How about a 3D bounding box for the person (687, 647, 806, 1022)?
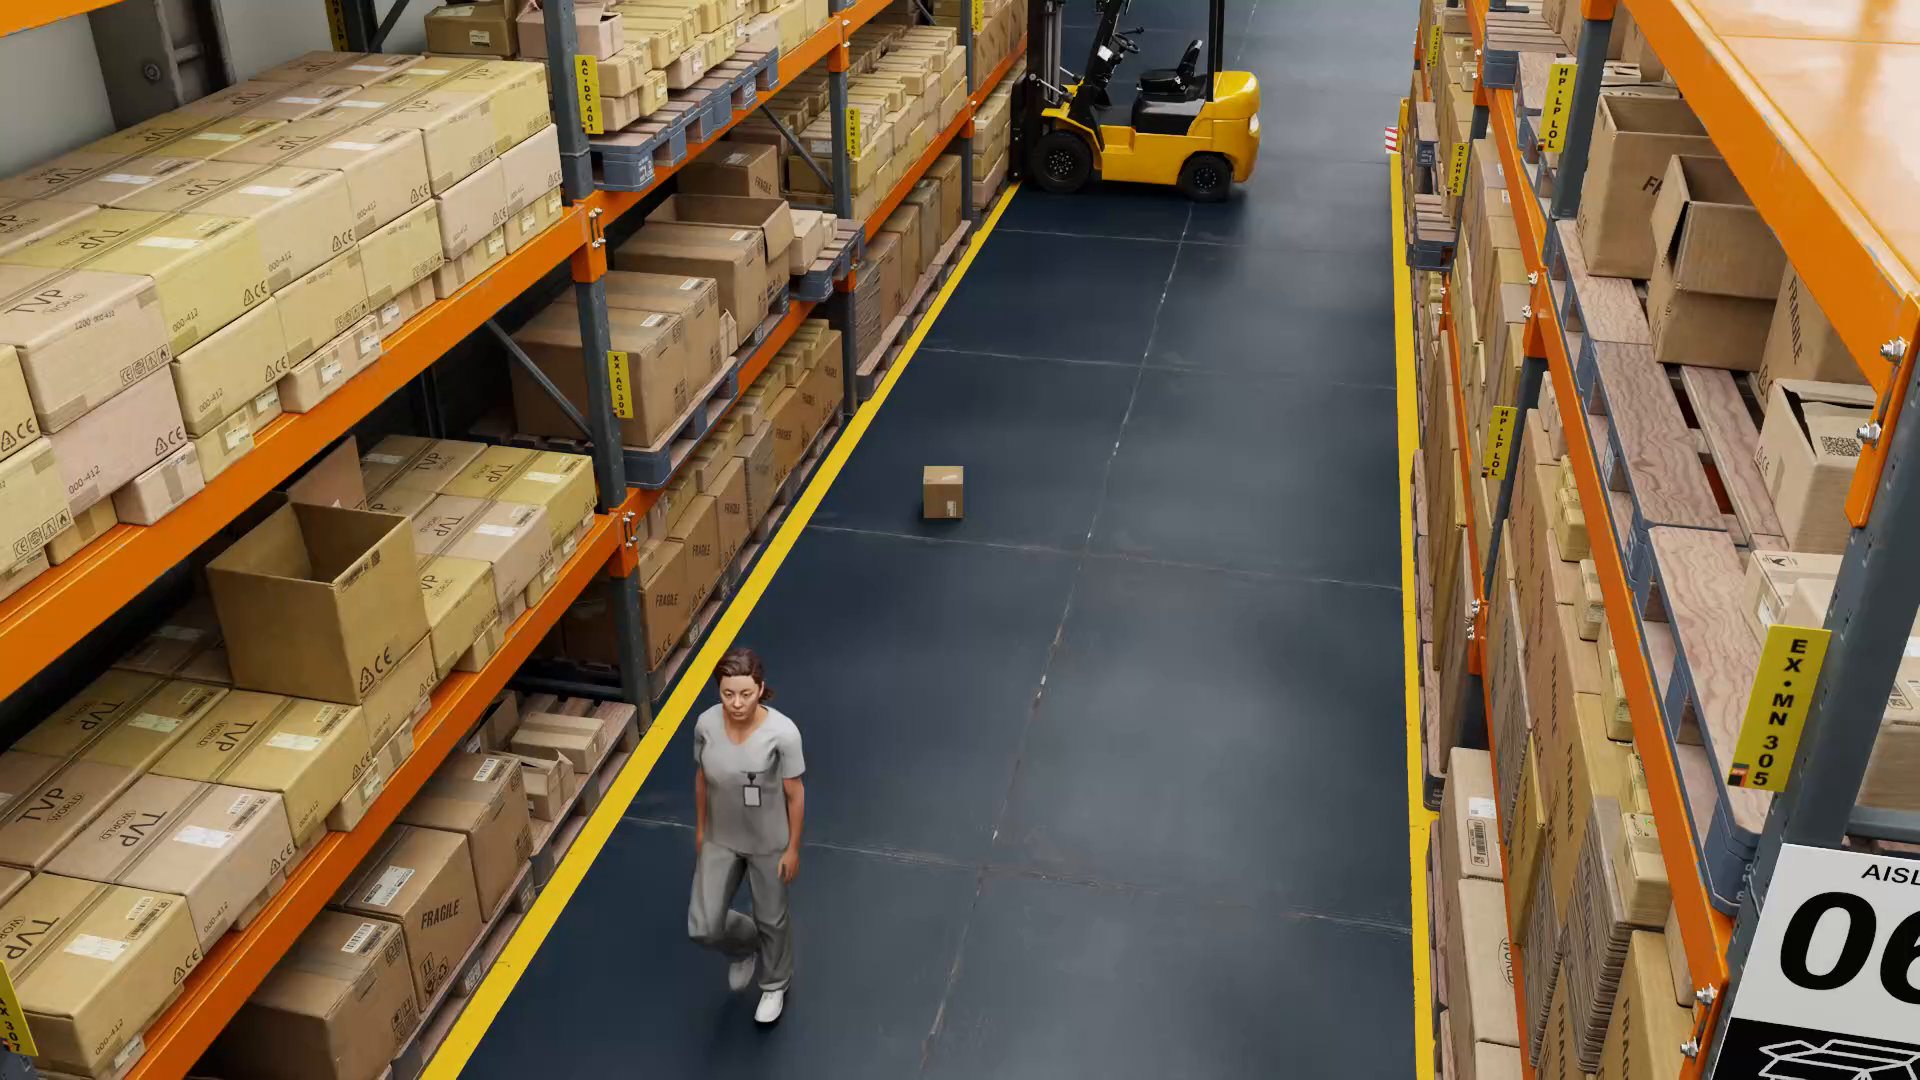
[{"bbox_3d":[-0.826,1.178,6.437,0.468,1.667,0.463,5,29,9],"label":"person"}]
